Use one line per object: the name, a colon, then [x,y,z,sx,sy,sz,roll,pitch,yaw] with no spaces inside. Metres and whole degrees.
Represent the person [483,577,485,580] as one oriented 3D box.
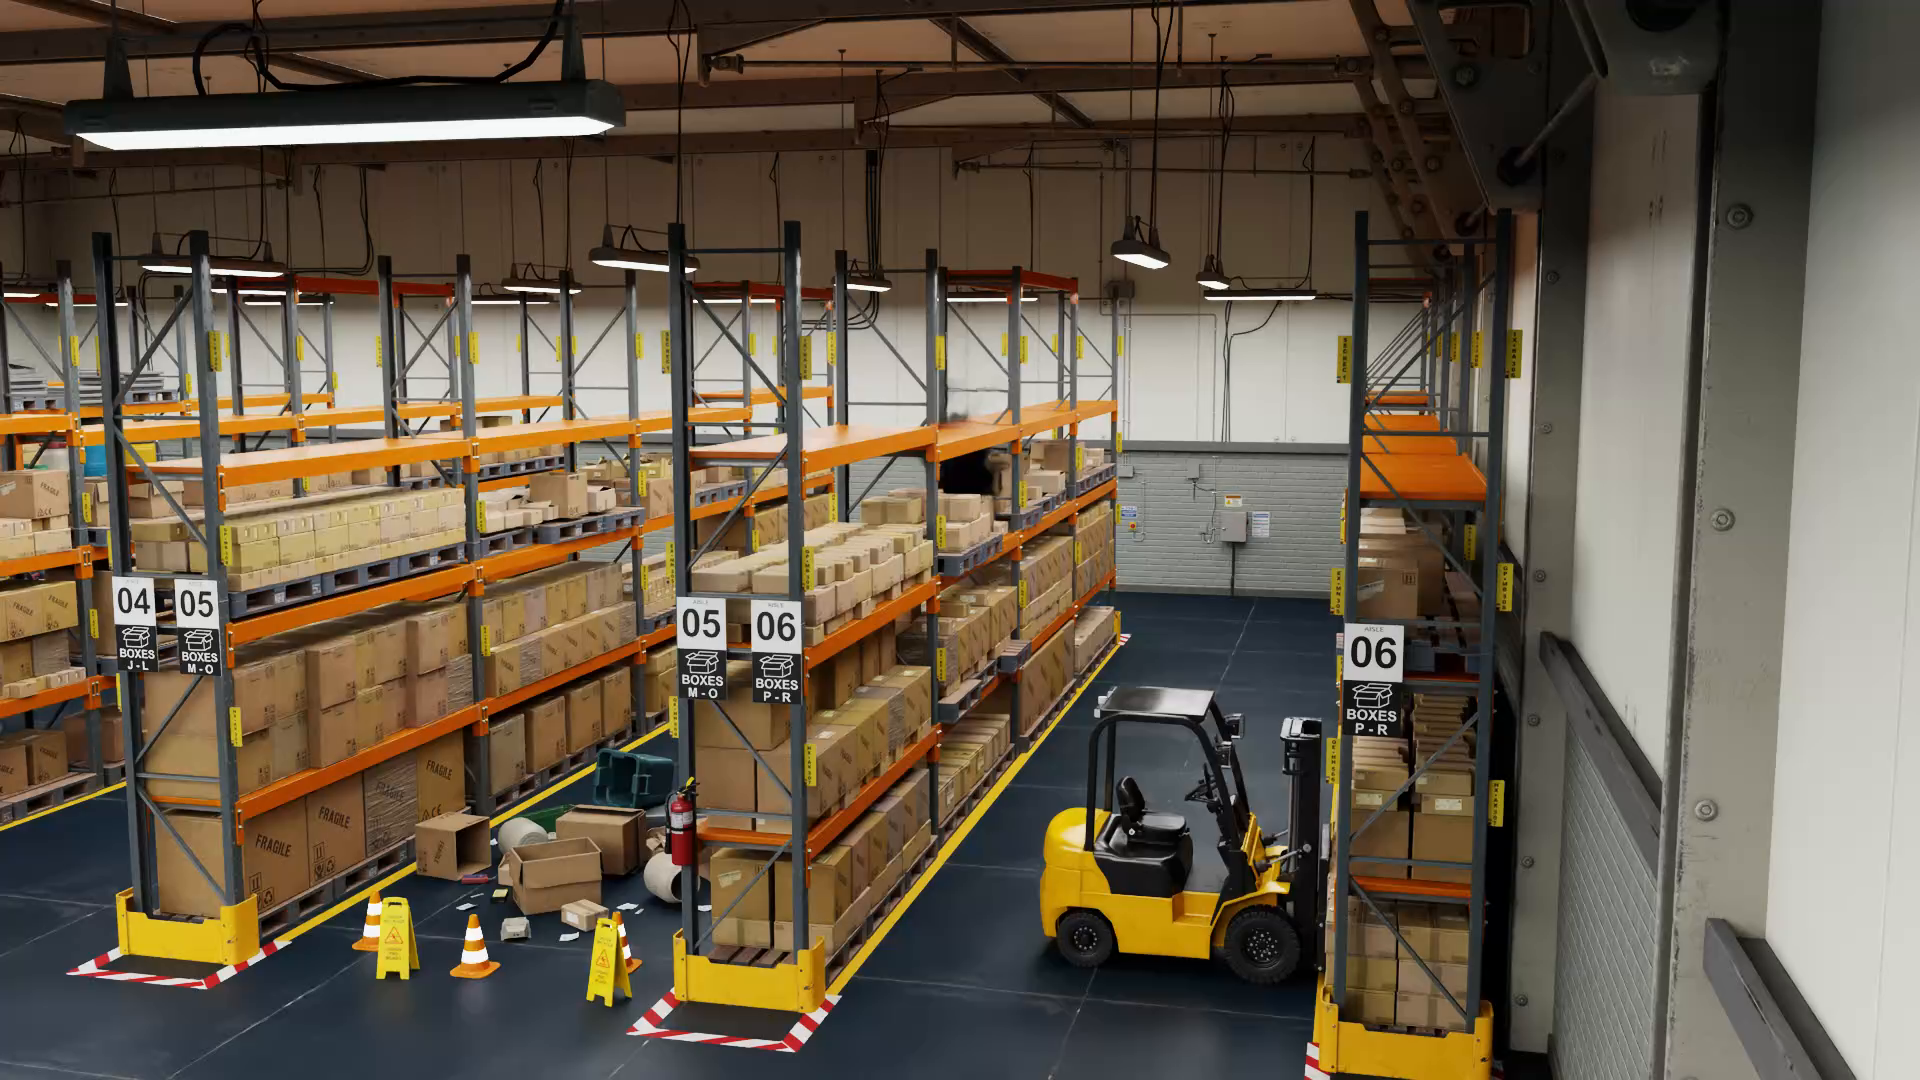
person: [-7.148,1.294,24.768,0.679,1.721,0.576,2,7,16]
